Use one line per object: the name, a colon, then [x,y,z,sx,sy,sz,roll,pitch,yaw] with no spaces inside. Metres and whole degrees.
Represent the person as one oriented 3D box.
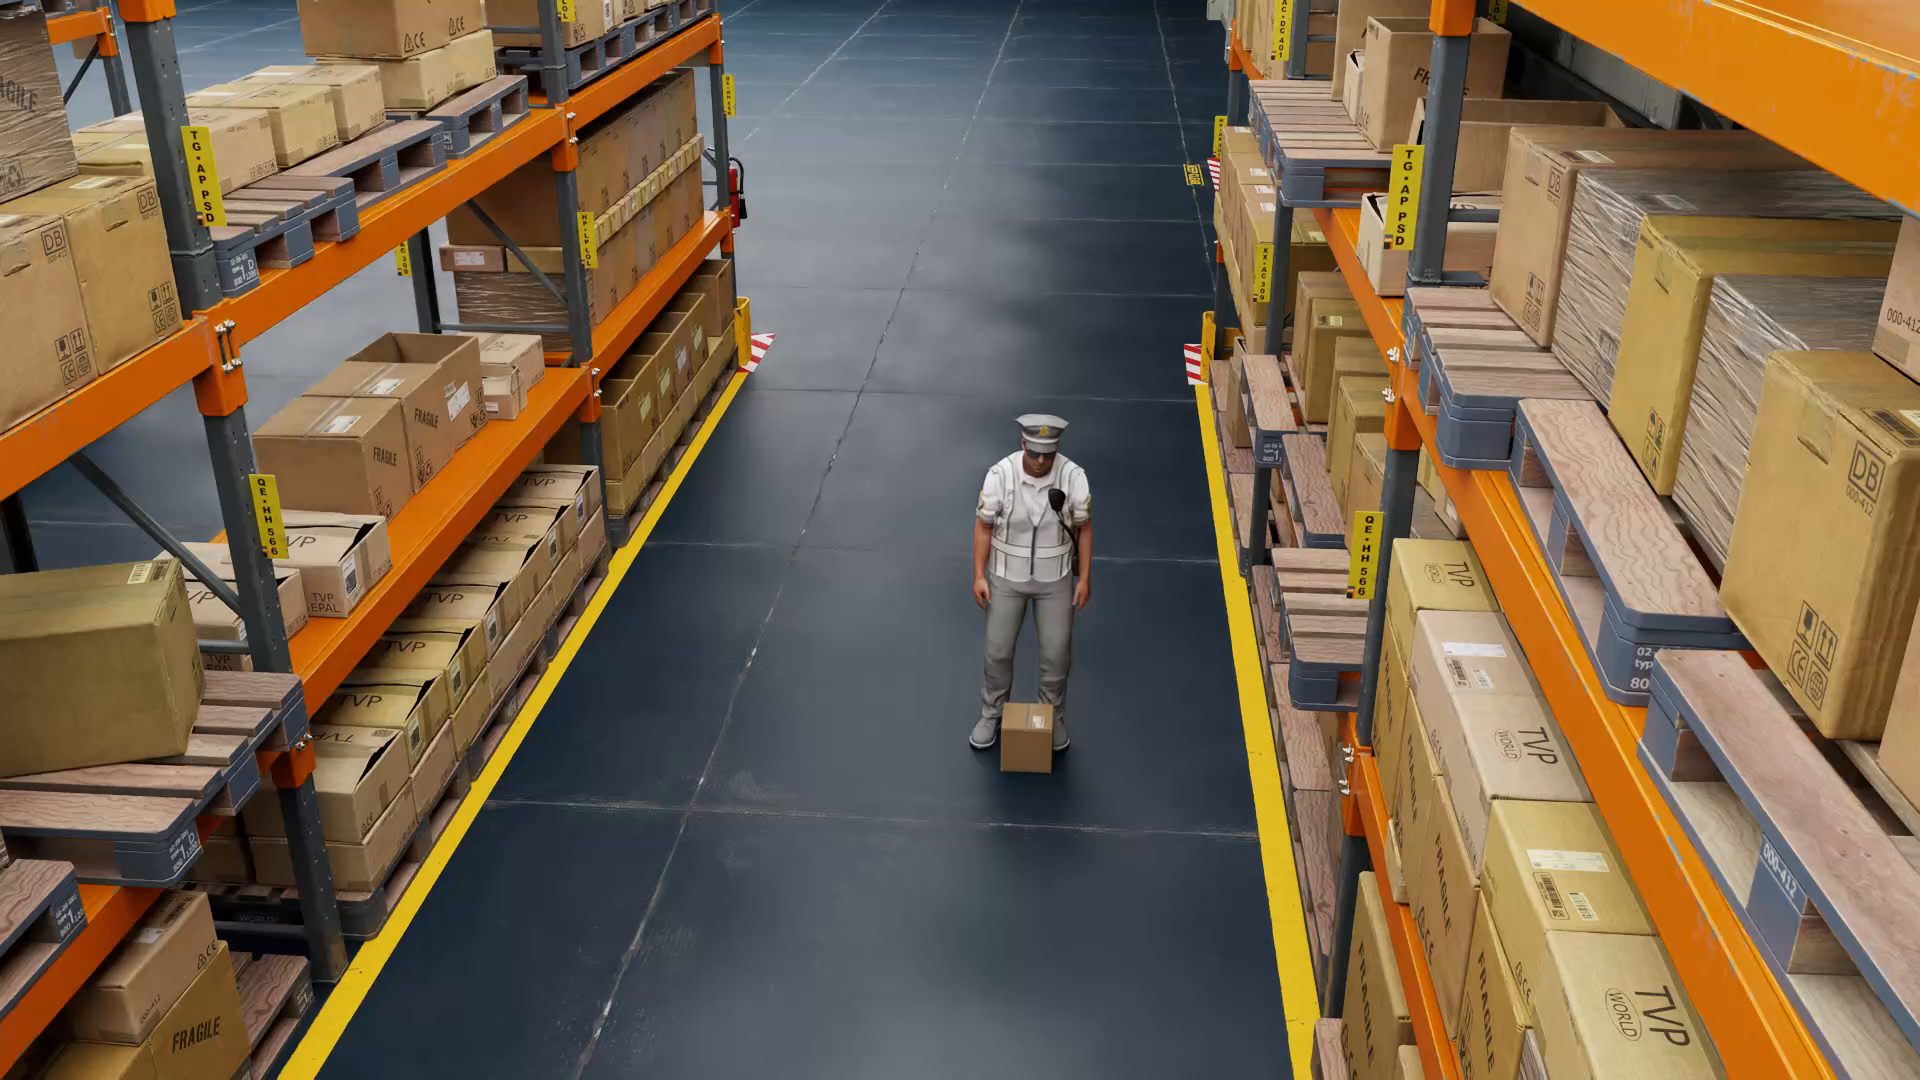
person: [0.344,0.185,8.186,0.587,1.748,0.436,2,24,4]
